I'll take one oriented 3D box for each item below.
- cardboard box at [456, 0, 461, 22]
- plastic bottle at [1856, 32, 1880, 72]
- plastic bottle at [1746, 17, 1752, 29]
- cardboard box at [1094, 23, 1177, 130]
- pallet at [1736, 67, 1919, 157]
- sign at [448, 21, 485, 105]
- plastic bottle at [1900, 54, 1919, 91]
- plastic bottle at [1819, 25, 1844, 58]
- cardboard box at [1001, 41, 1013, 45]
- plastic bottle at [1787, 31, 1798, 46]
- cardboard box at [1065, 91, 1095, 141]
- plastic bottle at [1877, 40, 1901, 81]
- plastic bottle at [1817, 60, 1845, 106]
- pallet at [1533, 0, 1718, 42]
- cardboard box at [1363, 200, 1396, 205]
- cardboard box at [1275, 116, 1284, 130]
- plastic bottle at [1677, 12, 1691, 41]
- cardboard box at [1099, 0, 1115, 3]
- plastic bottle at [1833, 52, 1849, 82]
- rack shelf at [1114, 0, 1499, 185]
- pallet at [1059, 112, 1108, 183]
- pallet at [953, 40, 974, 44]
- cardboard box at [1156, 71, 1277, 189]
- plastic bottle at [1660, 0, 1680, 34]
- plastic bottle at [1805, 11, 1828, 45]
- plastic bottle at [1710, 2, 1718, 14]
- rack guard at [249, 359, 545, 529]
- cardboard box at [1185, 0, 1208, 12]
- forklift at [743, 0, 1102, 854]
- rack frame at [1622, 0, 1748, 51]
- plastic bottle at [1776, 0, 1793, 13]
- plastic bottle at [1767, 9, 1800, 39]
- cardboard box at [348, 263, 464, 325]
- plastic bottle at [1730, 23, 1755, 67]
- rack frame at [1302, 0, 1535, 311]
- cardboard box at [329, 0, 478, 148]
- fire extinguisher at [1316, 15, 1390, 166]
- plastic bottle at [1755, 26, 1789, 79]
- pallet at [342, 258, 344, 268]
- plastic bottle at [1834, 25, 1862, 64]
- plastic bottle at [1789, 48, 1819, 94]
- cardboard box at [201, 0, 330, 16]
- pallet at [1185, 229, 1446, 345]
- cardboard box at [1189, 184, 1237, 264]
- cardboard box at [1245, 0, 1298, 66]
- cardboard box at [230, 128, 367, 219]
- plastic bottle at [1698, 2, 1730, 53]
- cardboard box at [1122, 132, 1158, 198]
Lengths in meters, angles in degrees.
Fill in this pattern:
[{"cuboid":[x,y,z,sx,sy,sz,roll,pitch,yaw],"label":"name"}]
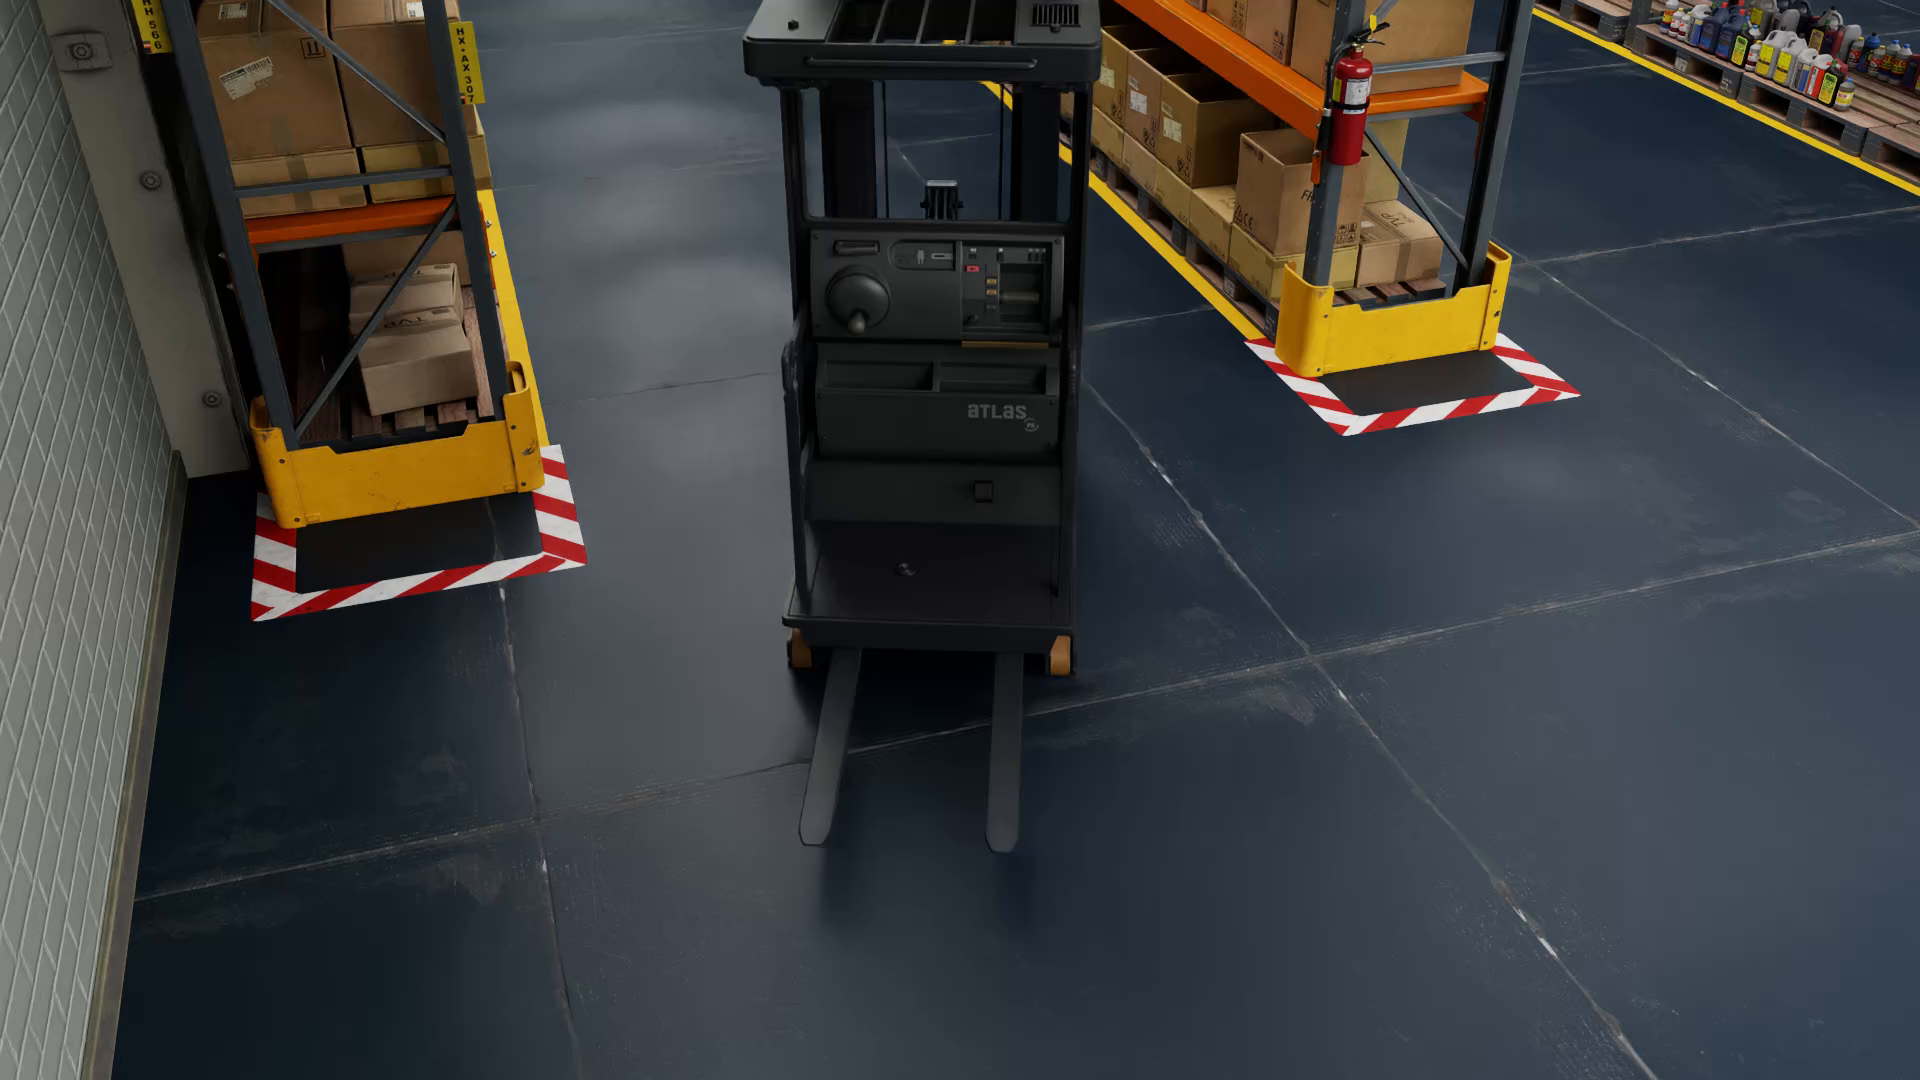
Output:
[{"cuboid":[-2.632,-2.533,7.801,0.500,0.500,0.500,-11,35,-16],"label":"cardboard box"},{"cuboid":[6.502,-3.494,11.893,0.097,0.271,0.097,0,33,0],"label":"plastic bottle"},{"cuboid":[5.746,-3.702,12.207,0.097,0.271,0.097,0,33,0],"label":"plastic bottle"},{"cuboid":[1.166,-2.895,10.343,0.500,0.500,0.500,-10,35,-15],"label":"cardboard box"},{"cuboid":[6.276,-3.041,11.661,1.003,0.211,1.213,-10,35,-15],"label":"pallet"},{"cuboid":[-1.963,-1.892,6.608,0.100,0.325,0.005,-10,35,-15],"label":"sign"},{"cuboid":[6.648,-3.282,11.562,0.061,0.283,0.133,-9,35,-14],"label":"plastic bottle"},{"cuboid":[6.308,-3.592,12.030,0.061,0.283,0.133,-10,35,-15],"label":"plastic bottle"},{"cuboid":[0.615,-3.572,12.048,0.500,0.250,0.500,-10,35,-15],"label":"cardboard box"},{"cuboid":[5.907,-3.476,11.860,0.152,0.276,0.135,-10,35,-15],"label":"plastic bottle"},{"cuboid":[1.017,-2.845,10.948,0.500,0.250,0.500,-10,35,-15],"label":"cardboard box"},{"cuboid":[6.564,-3.388,11.732,0.097,0.271,0.097,0,33,0],"label":"plastic bottle"},{"cuboid":[5.925,-3.105,11.293,0.061,0.283,0.133,-9,35,-14],"label":"plastic bottle"},{"cuboid":[5.459,-4.448,13.791,1.003,0.211,1.213,-10,35,-15],"label":"pallet"},{"cuboid":[2.129,-1.884,9.493,0.500,0.250,0.500,-10,35,-15],"label":"cardboard box"},{"cuboid":[1.966,-2.457,9.681,0.500,0.500,0.500,-10,35,-15],"label":"cardboard box"},{"cuboid":[5.477,-3.874,12.532,0.097,0.201,0.097,0,33,0],"label":"plastic bottle"},{"cuboid":[0.860,-3.420,11.138,0.500,0.500,0.500,-10,35,-15],"label":"cardboard box"},{"cuboid":[6.028,-3.202,11.440,0.061,0.283,0.133,-10,35,-15],"label":"plastic bottle"},{"cuboid":[1.627,-3.025,9.759,1.077,0.370,4.000,-10,35,-15],"label":"rack shelf"},{"cuboid":[1.220,-2.787,11.276,1.003,0.211,1.213,-10,35,-15],"label":"pallet"},{"cuboid":[0.379,-4.234,13.465,1.003,0.211,1.213,-10,35,-15],"label":"pallet"},{"cuboid":[1.471,-2.370,9.549,0.500,0.500,0.500,-10,35,-15],"label":"cardboard box"},{"cuboid":[5.415,-4.010,12.674,0.097,0.271,0.097,0,33,0],"label":"plastic bottle"},{"cuboid":[6.354,-3.787,12.326,0.061,0.283,0.133,-8,34,-12],"label":"plastic bottle"},{"cuboid":[5.641,-3.868,12.448,0.061,0.283,0.133,-10,35,-15],"label":"plastic bottle"},{"cuboid":[-2.502,-0.437,7.458,1.175,0.500,0.348,-10,35,-15],"label":"rack guard"},{"cuboid":[1.632,-3.376,9.548,0.700,0.500,0.500,-9,35,-13],"label":"cardboard box"},{"cuboid":[-0.094,-0.879,5.921,1.130,2.935,3.031,2,33,2],"label":"forklift"},{"cuboid":[5.735,-5.206,12.408,1.000,3.000,0.127,-10,35,-15],"label":"rack frame"},{"cuboid":[6.206,-3.995,12.578,0.144,0.351,0.185,-11,35,-16],"label":"plastic bottle"},{"cuboid":[6.132,-3.825,12.389,0.152,0.276,0.135,-10,35,-15],"label":"plastic bottle"},{"cuboid":[-2.779,-1.179,8.354,0.500,0.311,0.500,-7,34,-11],"label":"cardboard box"},{"cuboid":[5.655,-3.570,11.997,0.061,0.283,0.133,-9,34,-13],"label":"plastic bottle"},{"cuboid":[2.237,-2.275,7.972,1.000,3.000,0.127,-10,35,-15],"label":"rack frame"},{"cuboid":[-2.339,-2.000,6.993,0.500,0.500,0.500,-10,35,-15],"label":"cardboard box"},{"cuboid":[1.831,-2.103,7.781,0.296,0.674,0.183,-10,35,-15],"label":"fire extinguisher"},{"cuboid":[5.774,-3.469,11.782,0.144,0.351,0.185,-10,35,-15],"label":"plastic bottle"},{"cuboid":[-3.461,-2.030,10.131,1.003,0.211,1.213,-10,35,-15],"label":"pallet"},{"cuboid":[6.409,-3.607,12.060,0.152,0.276,0.135,-9,35,-14],"label":"plastic bottle"},{"cuboid":[5.885,-3.253,11.524,0.152,0.276,0.135,-11,35,-16],"label":"plastic bottle"},{"cuboid":[-2.970,-2.176,7.260,0.500,0.500,0.500,-10,35,-14],"label":"cardboard box"},{"cuboid":[1.964,-1.506,9.338,1.003,0.211,1.213,-10,35,-15],"label":"pallet"},{"cuboid":[1.628,-1.795,9.359,0.500,0.250,0.500,-10,35,-15],"label":"cardboard box"},{"cuboid":[1.942,-2.839,8.735,0.700,0.500,0.500,-9,35,-13],"label":"cardboard box"},{"cuboid":[-2.806,-1.599,7.066,0.500,0.250,0.500,-10,35,-14],"label":"cardboard box"},{"cuboid":[5.587,-3.791,12.270,0.144,0.351,0.185,-9,35,-13],"label":"plastic bottle"},{"cuboid":[1.323,-2.320,10.154,0.500,0.250,0.500,-10,35,-15],"label":"cardboard box"}]
